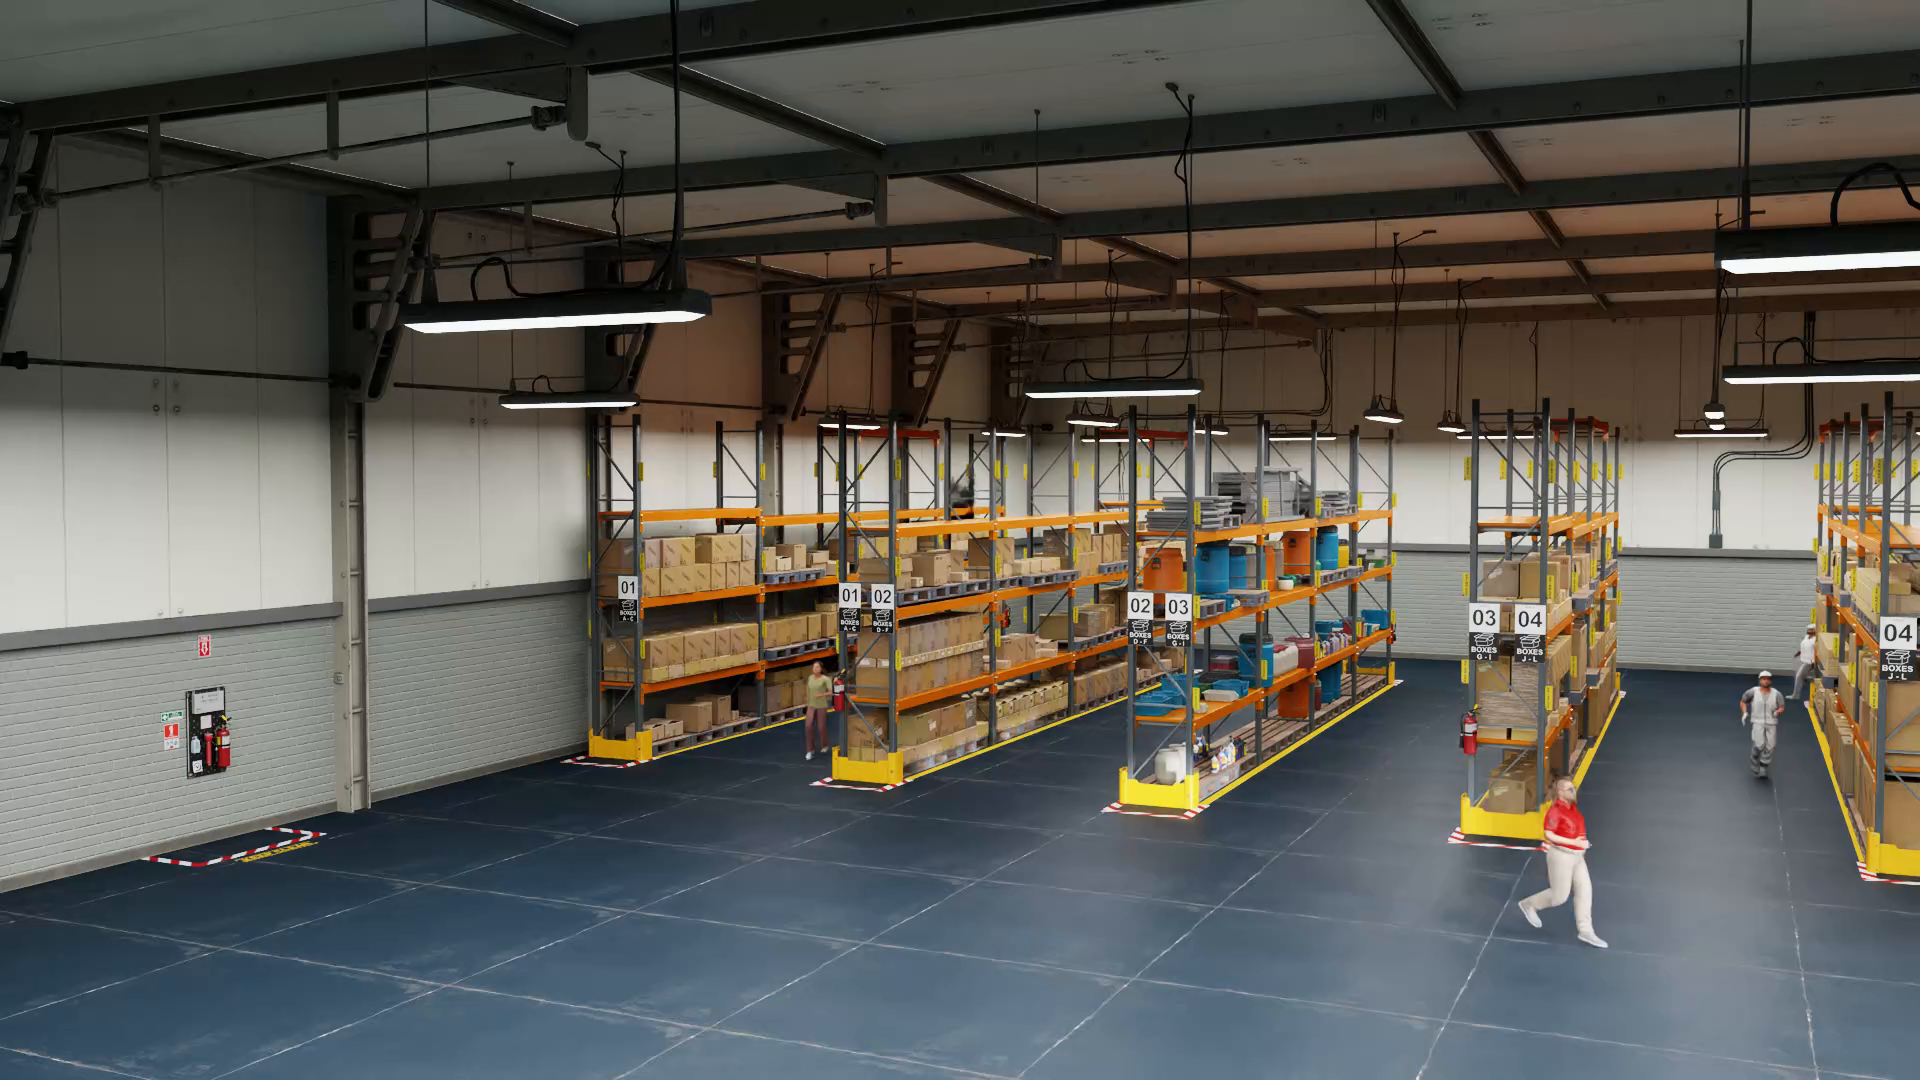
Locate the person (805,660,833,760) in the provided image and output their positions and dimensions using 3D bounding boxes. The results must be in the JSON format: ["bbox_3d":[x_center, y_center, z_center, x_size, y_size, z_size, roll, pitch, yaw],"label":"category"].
[{"bbox_3d":[-2.484,2.967,29.189,0.580,1.716,0.732,1,2,19],"label":"person"}]

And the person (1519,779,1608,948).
[{"bbox_3d":[6.441,3.410,17.715,0.664,1.720,0.954,-2,3,-41],"label":"person"}]

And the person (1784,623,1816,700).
[{"bbox_3d":[18.523,2.651,36.255,0.860,1.718,0.763,0,2,1],"label":"person"}]

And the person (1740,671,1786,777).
[{"bbox_3d":[13.075,3.003,27.036,0.645,1.741,0.606,1,2,16],"label":"person"}]
